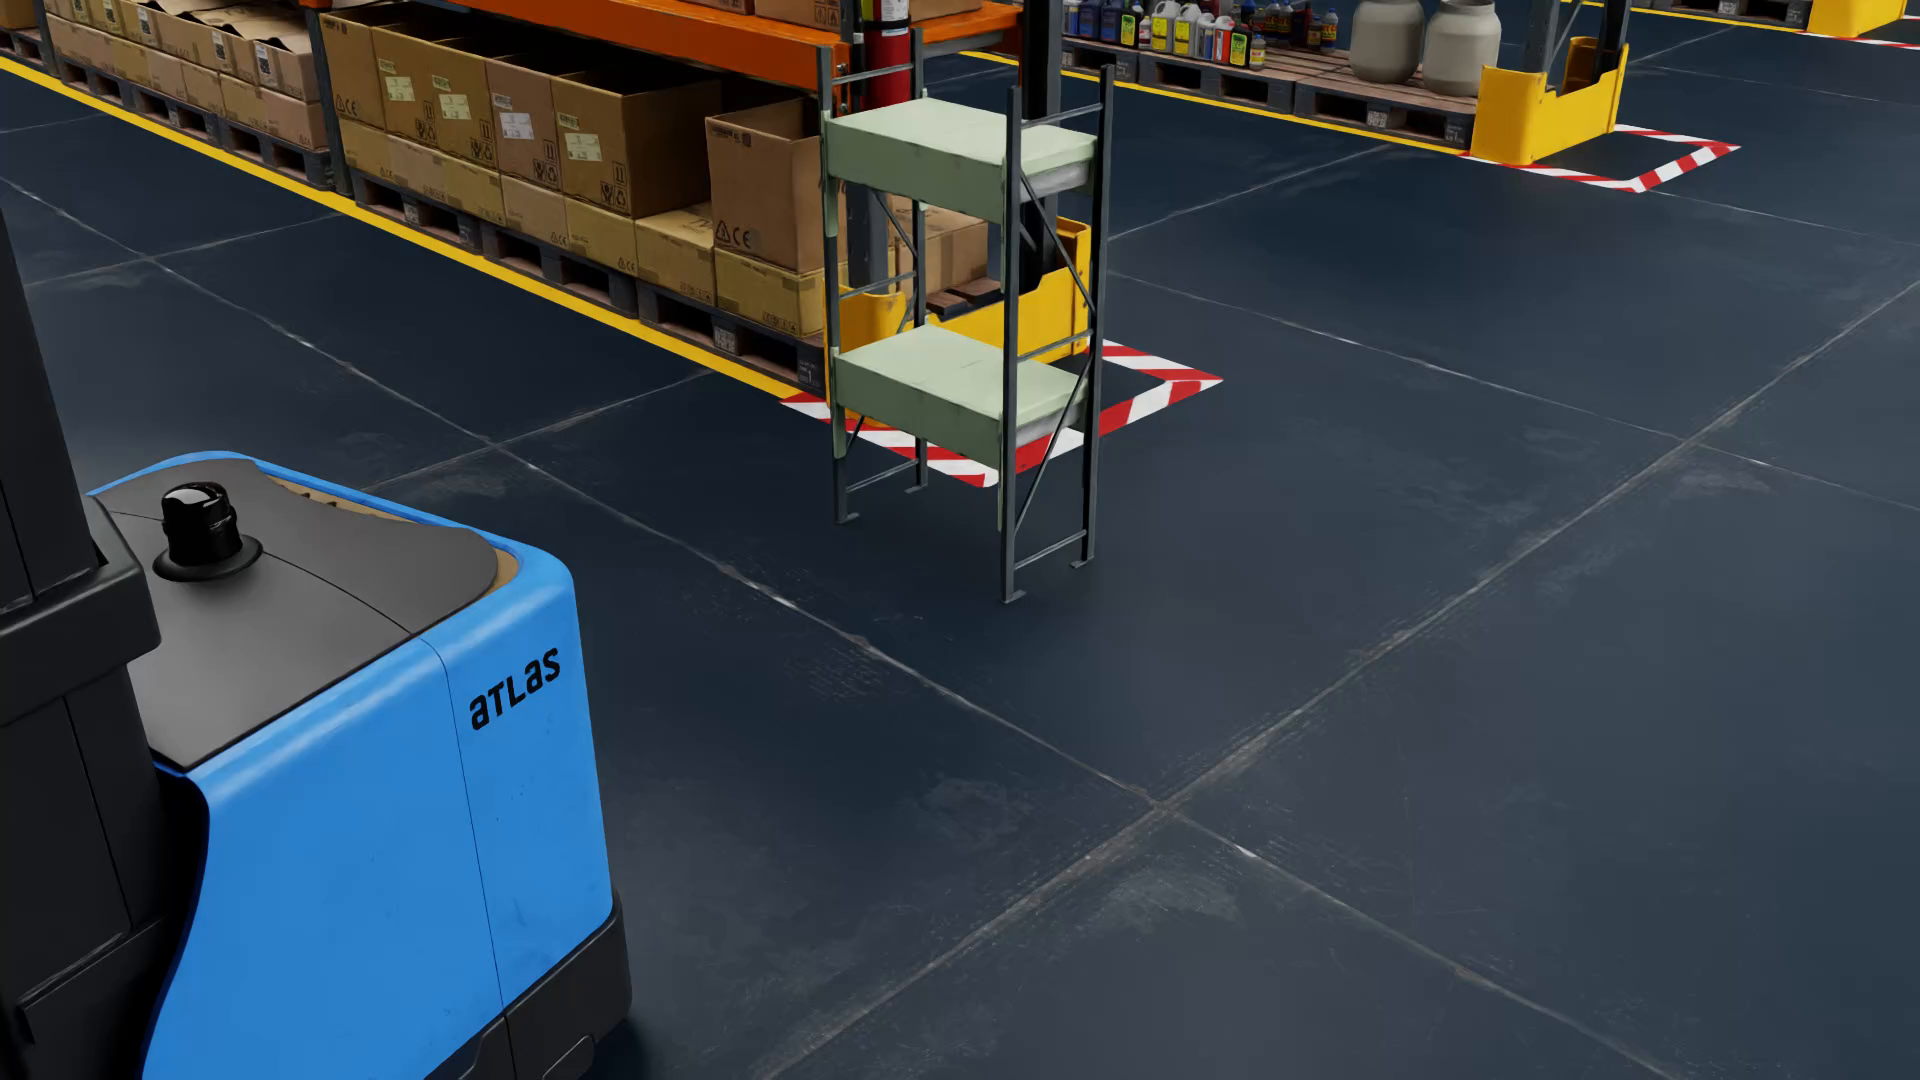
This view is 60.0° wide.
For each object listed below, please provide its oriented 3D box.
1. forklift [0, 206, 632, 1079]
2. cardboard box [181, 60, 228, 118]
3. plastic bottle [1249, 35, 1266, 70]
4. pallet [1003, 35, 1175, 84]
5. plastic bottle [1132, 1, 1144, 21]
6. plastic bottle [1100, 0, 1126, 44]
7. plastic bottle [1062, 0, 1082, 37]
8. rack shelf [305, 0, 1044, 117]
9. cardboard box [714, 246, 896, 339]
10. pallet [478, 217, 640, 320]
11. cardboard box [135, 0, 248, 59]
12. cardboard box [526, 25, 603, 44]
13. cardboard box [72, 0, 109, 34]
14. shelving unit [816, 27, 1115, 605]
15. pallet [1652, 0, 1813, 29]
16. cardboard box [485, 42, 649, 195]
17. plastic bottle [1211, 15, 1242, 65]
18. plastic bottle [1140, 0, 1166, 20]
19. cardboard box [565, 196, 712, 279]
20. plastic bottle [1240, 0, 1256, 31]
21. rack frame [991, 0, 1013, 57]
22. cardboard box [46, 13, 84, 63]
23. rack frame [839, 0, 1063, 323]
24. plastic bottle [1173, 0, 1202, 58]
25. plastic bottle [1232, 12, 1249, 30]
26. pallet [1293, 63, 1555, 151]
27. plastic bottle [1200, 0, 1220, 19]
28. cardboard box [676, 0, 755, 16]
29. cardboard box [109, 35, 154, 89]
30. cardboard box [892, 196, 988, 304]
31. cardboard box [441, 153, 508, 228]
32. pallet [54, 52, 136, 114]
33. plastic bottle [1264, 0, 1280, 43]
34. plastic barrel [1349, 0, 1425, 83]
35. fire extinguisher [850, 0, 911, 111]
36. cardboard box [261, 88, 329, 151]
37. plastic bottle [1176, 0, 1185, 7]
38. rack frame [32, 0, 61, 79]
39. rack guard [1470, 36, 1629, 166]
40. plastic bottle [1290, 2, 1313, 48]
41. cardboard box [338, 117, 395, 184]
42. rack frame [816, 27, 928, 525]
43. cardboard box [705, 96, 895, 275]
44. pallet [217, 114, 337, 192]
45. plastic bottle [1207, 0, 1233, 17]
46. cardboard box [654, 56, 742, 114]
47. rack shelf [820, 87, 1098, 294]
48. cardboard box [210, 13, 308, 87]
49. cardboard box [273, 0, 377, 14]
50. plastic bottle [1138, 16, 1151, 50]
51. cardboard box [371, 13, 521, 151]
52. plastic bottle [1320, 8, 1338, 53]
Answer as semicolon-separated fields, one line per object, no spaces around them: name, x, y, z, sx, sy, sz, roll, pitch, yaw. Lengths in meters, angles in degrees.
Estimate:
forklift;-1.838;0.160;1.797;1.130;2.935;3.031;15;31;27
cardboard box;-4.086;-2.623;9.519;0.500;0.250;0.500;-24;36;-38
plastic bottle;1.848;-3.030;10.323;0.097;0.201;0.097;0;28;0
pallet;1.063;-3.458;11.600;1.213;0.211;1.003;25;36;38
plastic bottle;1.163;-3.414;10.979;0.097;0.271;0.097;0;28;0
plastic bottle;1.032;-3.485;11.028;0.185;0.351;0.144;23;35;36
plastic bottle;0.783;-3.569;11.268;0.152;0.276;0.135;-24;36;-37
rack shelf;-1.436;-2.312;7.196;4.000;0.370;1.077;25;36;38
cardboard box;-0.600;-1.023;6.476;0.500;0.250;0.500;25;36;38
pallet;-1.450;-1.377;7.642;1.213;0.211;1.003;25;36;38
cardboard box;-4.438;-3.033;9.696;0.500;0.311;0.500;24;36;38
cardboard box;-1.671;-2.176;7.862;0.500;0.500;0.500;25;36;38
cardboard box;-5.167;-3.368;10.333;0.500;0.311;0.500;24;36;37
shelving unit;0.005;-0.662;4.897;0.755;1.500;0.431;25;36;38
pallet;6.329;-4.331;13.260;1.213;0.211;1.003;25;36;38
cardboard box;-1.680;-1.839;7.223;0.500;0.500;0.500;25;36;38
plastic bottle;1.688;-3.154;10.480;0.135;0.276;0.152;25;37;39
plastic bottle;1.325;-3.680;11.479;0.135;0.276;0.152;25;36;38
cardboard box;-1.322;-1.345;7.088;0.500;0.250;0.500;25;36;38
plastic bottle;1.931;-3.513;11.166;0.097;0.271;0.097;0;28;0
rack frame;0.613;-4.925;11.394;0.127;3.000;1.000;25;36;38
cardboard box;-5.547;-3.288;10.784;0.500;0.250;0.500;24;36;38
rack frame;-0.010;-1.977;5.788;0.127;3.000;1.000;25;36;38
plastic bottle;1.468;-3.285;10.649;0.144;0.351;0.185;-24;36;-37
plastic bottle;1.762;-3.193;10.546;0.133;0.283;0.061;25;36;38
pallet;2.803;-2.662;10.086;1.213;0.211;1.003;25;36;38
plastic bottle;1.680;-3.545;11.215;0.133;0.283;0.061;25;36;38
cardboard box;-0.712;-2.348;6.385;0.700;0.500;0.500;-24;36;-38
cardboard box;-4.813;-2.957;10.154;0.500;0.250;0.500;23;36;37
cardboard box;-0.237;-1.195;6.803;0.500;0.250;0.500;25;36;38
cardboard box;-2.038;-1.670;7.706;0.500;0.250;0.500;25;36;38
pallet;-5.155;-3.072;10.865;1.213;0.211;1.003;25;36;38
plastic bottle;2.075;-3.447;11.041;0.097;0.271;0.097;0;28;0
plastic barrel;2.585;-3.058;10.064;0.421;0.512;0.421;0;28;0
fire extinguisher;-0.251;-1.750;5.439;0.183;0.674;0.296;25;36;38
cardboard box;-3.361;-2.291;8.886;0.500;0.250;0.500;24;36;38
plastic bottle;1.557;-3.701;11.512;0.061;0.283;0.133;-22;35;-36
rack frame;-5.715;-4.588;10.752;0.127;3.000;1.000;25;36;38
rack guard;3.378;-2.523;9.511;0.348;0.500;1.175;25;36;38
plastic bottle;2.242;-3.387;10.915;0.061;0.283;0.133;-25;36;-38
cardboard box;-2.744;-2.000;8.333;0.500;0.250;0.500;25;36;38
rack frame;-0.256;-0.781;5.124;0.023;1.500;0.400;25;36;38
cardboard box;-0.601;-1.354;6.300;0.500;0.500;0.500;25;36;38
pallet;-3.415;-2.276;9.351;1.213;0.211;1.003;25;36;38
plastic bottle;1.755;-3.578;11.285;0.152;0.276;0.135;-25;36;-38
cardboard box;-0.960;-1.848;7.240;0.500;0.500;0.500;25;36;38
rack shelf;0.005;-1.007;4.715;0.720;0.370;0.431;25;36;38
cardboard box;-3.728;-2.704;9.071;0.500;0.311;0.500;-24;36;-38
cardboard box;-3.706;-3.051;9.730;0.500;0.311;0.500;23;36;37
plastic bottle;1.218;-3.319;10.872;0.097;0.201;0.097;0;28;0
cardboard box;-2.389;-2.168;7.847;0.500;0.500;0.500;25;36;38
plastic bottle;2.391;-3.302;10.766;0.097;0.271;0.097;0;28;0
